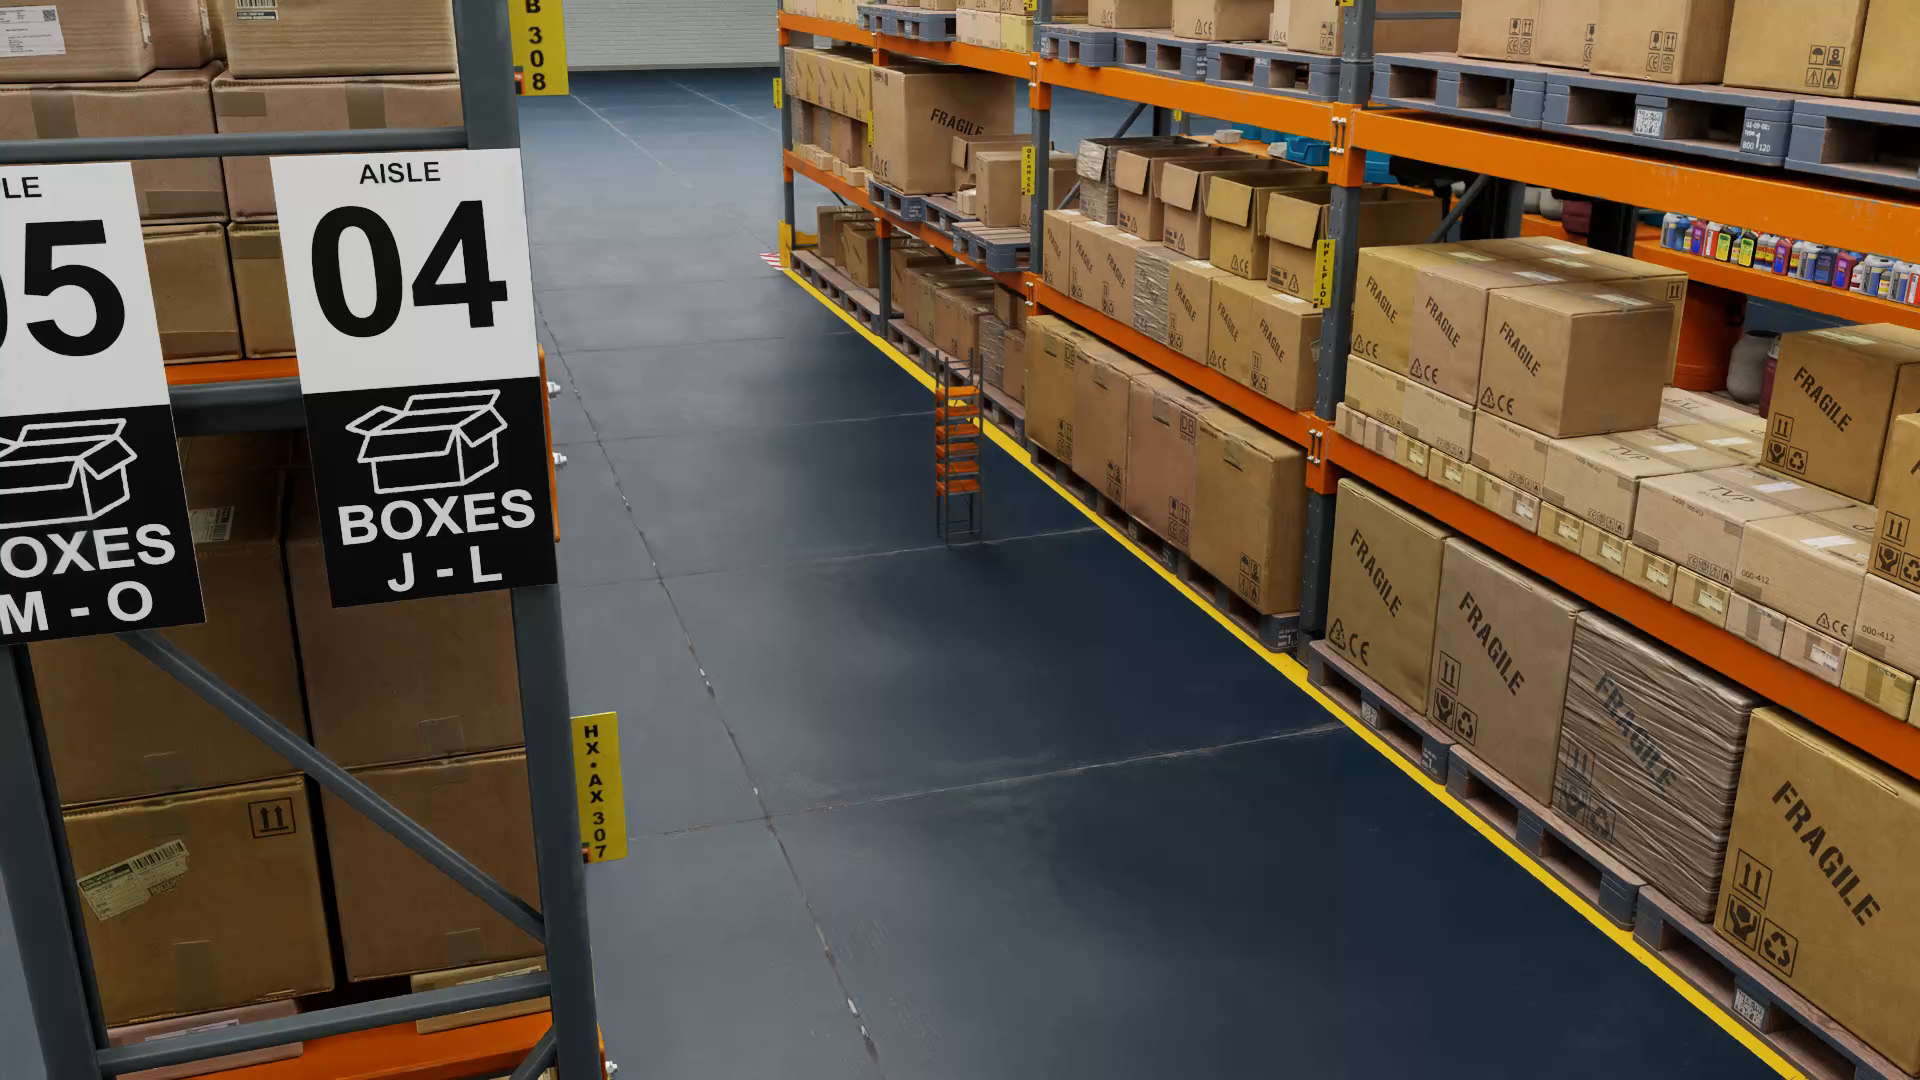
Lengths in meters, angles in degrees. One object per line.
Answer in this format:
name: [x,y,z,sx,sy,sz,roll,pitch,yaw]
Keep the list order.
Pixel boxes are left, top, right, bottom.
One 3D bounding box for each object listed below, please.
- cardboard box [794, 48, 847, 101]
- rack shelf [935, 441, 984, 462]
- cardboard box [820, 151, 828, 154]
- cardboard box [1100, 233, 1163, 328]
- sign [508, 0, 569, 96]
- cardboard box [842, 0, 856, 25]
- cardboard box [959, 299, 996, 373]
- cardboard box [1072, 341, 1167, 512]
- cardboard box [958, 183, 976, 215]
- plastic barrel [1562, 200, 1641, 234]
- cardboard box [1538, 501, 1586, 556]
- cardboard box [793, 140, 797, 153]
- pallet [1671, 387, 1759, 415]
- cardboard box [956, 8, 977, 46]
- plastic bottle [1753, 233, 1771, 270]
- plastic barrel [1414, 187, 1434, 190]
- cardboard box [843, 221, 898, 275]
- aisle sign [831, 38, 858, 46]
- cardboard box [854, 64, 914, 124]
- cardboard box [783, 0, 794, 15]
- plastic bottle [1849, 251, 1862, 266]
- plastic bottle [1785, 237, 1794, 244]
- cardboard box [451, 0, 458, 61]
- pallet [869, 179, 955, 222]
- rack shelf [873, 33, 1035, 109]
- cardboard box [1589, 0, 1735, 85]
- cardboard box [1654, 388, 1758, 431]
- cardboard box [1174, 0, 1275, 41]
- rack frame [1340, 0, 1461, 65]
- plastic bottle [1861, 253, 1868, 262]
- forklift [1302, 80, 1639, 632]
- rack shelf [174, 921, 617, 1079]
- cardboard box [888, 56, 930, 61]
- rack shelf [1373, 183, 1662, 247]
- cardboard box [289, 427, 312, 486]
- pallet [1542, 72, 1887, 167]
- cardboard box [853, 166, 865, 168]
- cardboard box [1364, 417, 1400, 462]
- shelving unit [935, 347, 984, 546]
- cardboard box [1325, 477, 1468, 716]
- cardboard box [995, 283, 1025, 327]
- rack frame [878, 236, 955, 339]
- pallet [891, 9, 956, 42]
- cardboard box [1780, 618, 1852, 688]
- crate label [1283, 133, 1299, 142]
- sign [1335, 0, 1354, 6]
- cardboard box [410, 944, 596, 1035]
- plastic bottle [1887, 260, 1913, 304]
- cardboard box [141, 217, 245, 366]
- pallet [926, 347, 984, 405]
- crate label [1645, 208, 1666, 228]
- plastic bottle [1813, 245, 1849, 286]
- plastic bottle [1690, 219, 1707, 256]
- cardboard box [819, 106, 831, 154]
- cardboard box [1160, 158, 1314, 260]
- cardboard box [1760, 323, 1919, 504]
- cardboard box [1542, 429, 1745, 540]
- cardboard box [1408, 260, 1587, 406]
cardboard box: [-1.463,-4.958,17.716,0.500,0.500,0.500,-6,21,-17]
rack shelf: [-0.005,-0.528,10.242,0.258,0.103,0.180,-6,21,-17]
cardboard box: [-1.265,-4.032,17.575,0.380,0.149,0.250,-6,21,-17]
cardboard box: [1.210,-1.633,10.377,0.500,0.500,0.500,-7,21,-18]
sign: [-0.724,-0.919,2.807,0.100,0.325,0.005,-6,21,-17]
cardboard box: [-0.816,-5.012,15.717,0.500,0.250,0.500,-6,21,-16]
cardboard box: [0.386,-1.701,13.762,0.700,0.500,0.500,-5,20,-13]
cardboard box: [1.457,-0.787,10.692,1.225,0.875,0.875,-6,21,-17]
cardboard box: [0.207,-2.741,13.187,0.396,0.266,0.258,-7,21,-19]
plastic barrel: [5.256,-2.807,13.592,0.600,0.536,0.708,-6,21,-17]
cardboard box: [2.513,-0.068,6.539,0.380,0.149,0.250,-7,21,-19]
cardboard box: [-1.664,-4.432,18.690,0.380,0.149,0.250,-6,21,-17]
pallet: [5.976,-1.065,13.070,1.003,0.211,1.213,-6,21,-17]
cardboard box: [0.281,-3.887,12.584,0.500,0.250,0.500,-6,21,-16]
plastic bottle: [5.788,-2.087,11.979,0.097,0.271,0.097,0,20,0]
plastic barrel: [4.524,-3.643,15.921,0.433,0.535,0.433,0,20,0]
cardboard box: [-0.948,-3.095,17.672,0.500,0.500,0.500,-4,20,-12]
aisle sign: [-1.262,-5.942,18.677,0.394,0.787,0.004,-6,21,-17]
cardboard box: [-0.673,-4.156,15.483,0.500,0.500,0.500,-6,21,-17]
cardboard box: [-1.621,-5.826,17.984,0.500,0.250,0.500,-6,21,-16]
plastic bottle: [6.080,-1.854,11.332,0.097,0.271,0.097,0,20,0]
plastic bottle: [6.343,-2.304,12.687,0.097,0.201,0.097,0,20,0]
cardboard box: [-1.188,-1.014,3.257,0.380,0.149,0.250,-6,20,-15]
pallet: [-0.168,-3.032,14.705,1.003,0.211,1.213,-6,21,-17]
rack shelf: [0.358,-3.815,13.227,1.077,0.370,4.000,-6,21,-17]
cardboard box: [2.742,-1.919,5.967,0.700,0.500,0.500,-5,20,-15]
cardboard box: [2.958,-0.442,6.992,0.500,0.250,0.500,-6,21,-16]
cardboard box: [1.649,-3.104,9.411,0.797,0.503,0.637,-7,21,-18]
rack frame: [2.244,-3.640,7.237,1.000,3.000,0.127,-6,21,-17]
plastic bottle: [6.502,-2.045,11.846,0.061,0.283,0.133,-6,21,-17]
forklift: [2.930,-1.054,9.015,1.130,2.935,3.031,15,24,35]
rack shelf: [-1.867,0.659,5.209,1.077,0.370,4.000,-6,21,-17]
cardboard box: [-0.486,-4.533,16.533,0.500,0.500,0.500,-6,21,-17]
rack shelf: [5.060,-2.929,15.199,1.077,0.370,4.000,-6,21,-17]
cardboard box: [-1.293,-0.029,3.993,0.500,0.500,0.500,-6,21,-16]
pallet: [2.871,-1.532,5.937,1.003,0.211,1.213,-6,21,-17]
cardboard box: [-0.846,-3.633,16.467,0.380,0.149,0.250,-6,21,-17]
cardboard box: [2.104,-0.483,7.697,0.380,0.149,0.250,-7,21,-19]
shelving unit: [-0.005,-0.569,10.227,0.258,1.200,0.189,-6,21,-17]
cardboard box: [2.376,0.206,7.926,0.875,0.875,0.875,-6,21,-17]
cardboard box: [0.572,-1.864,13.107,0.500,0.250,0.500,-4,20,-11]
rack frame: [-0.270,-3.383,15.399,1.000,3.000,0.127,-6,21,-17]
pallet: [0.152,-4.165,13.415,1.213,0.211,1.003,-6,21,-17]
cardboard box: [2.915,0.342,5.398,0.380,0.149,0.250,-6,21,-17]
crate label: [4.010,-4.648,18.867,0.502,0.435,0.616,-6,21,-17]
sign: [1.732,-2.559,7.435,0.100,0.325,0.005,-6,21,-17]
cardboard box: [-1.029,0.941,3.730,0.380,0.149,0.250,-7,21,-18]
plastic bottle: [6.200,-1.698,10.891,0.152,0.276,0.135,-6,21,-17]
cardboard box: [-1.633,-0.497,3.147,0.500,0.250,0.500,-7,21,-18]
pallet: [0.363,-1.429,14.083,1.003,0.211,1.213,-6,21,-17]
crate label: [5.912,-2.722,13.806,0.303,0.233,0.416,-6,21,-17]
plastic bottle: [6.000,-1.933,11.433,0.144,0.351,0.185,-6,21,-17]
plastic bottle: [5.578,-2.288,12.521,0.061,0.283,0.133,-6,21,-17]
cardboard box: [-0.993,-4.362,17.535,0.875,0.500,0.500,-6,21,-17]
cardboard box: [1.621,-1.959,9.800,0.797,0.503,0.637,-6,21,-15]
cardboard box: [3.281,-0.464,5.942,0.500,0.500,0.500,-7,21,-19]
cardboard box: [2.611,-0.222,6.379,0.500,0.250,0.500,-6,21,-17]
cardboard box: [2.300,-0.899,7.154,0.500,0.500,0.500,-6,21,-17]
